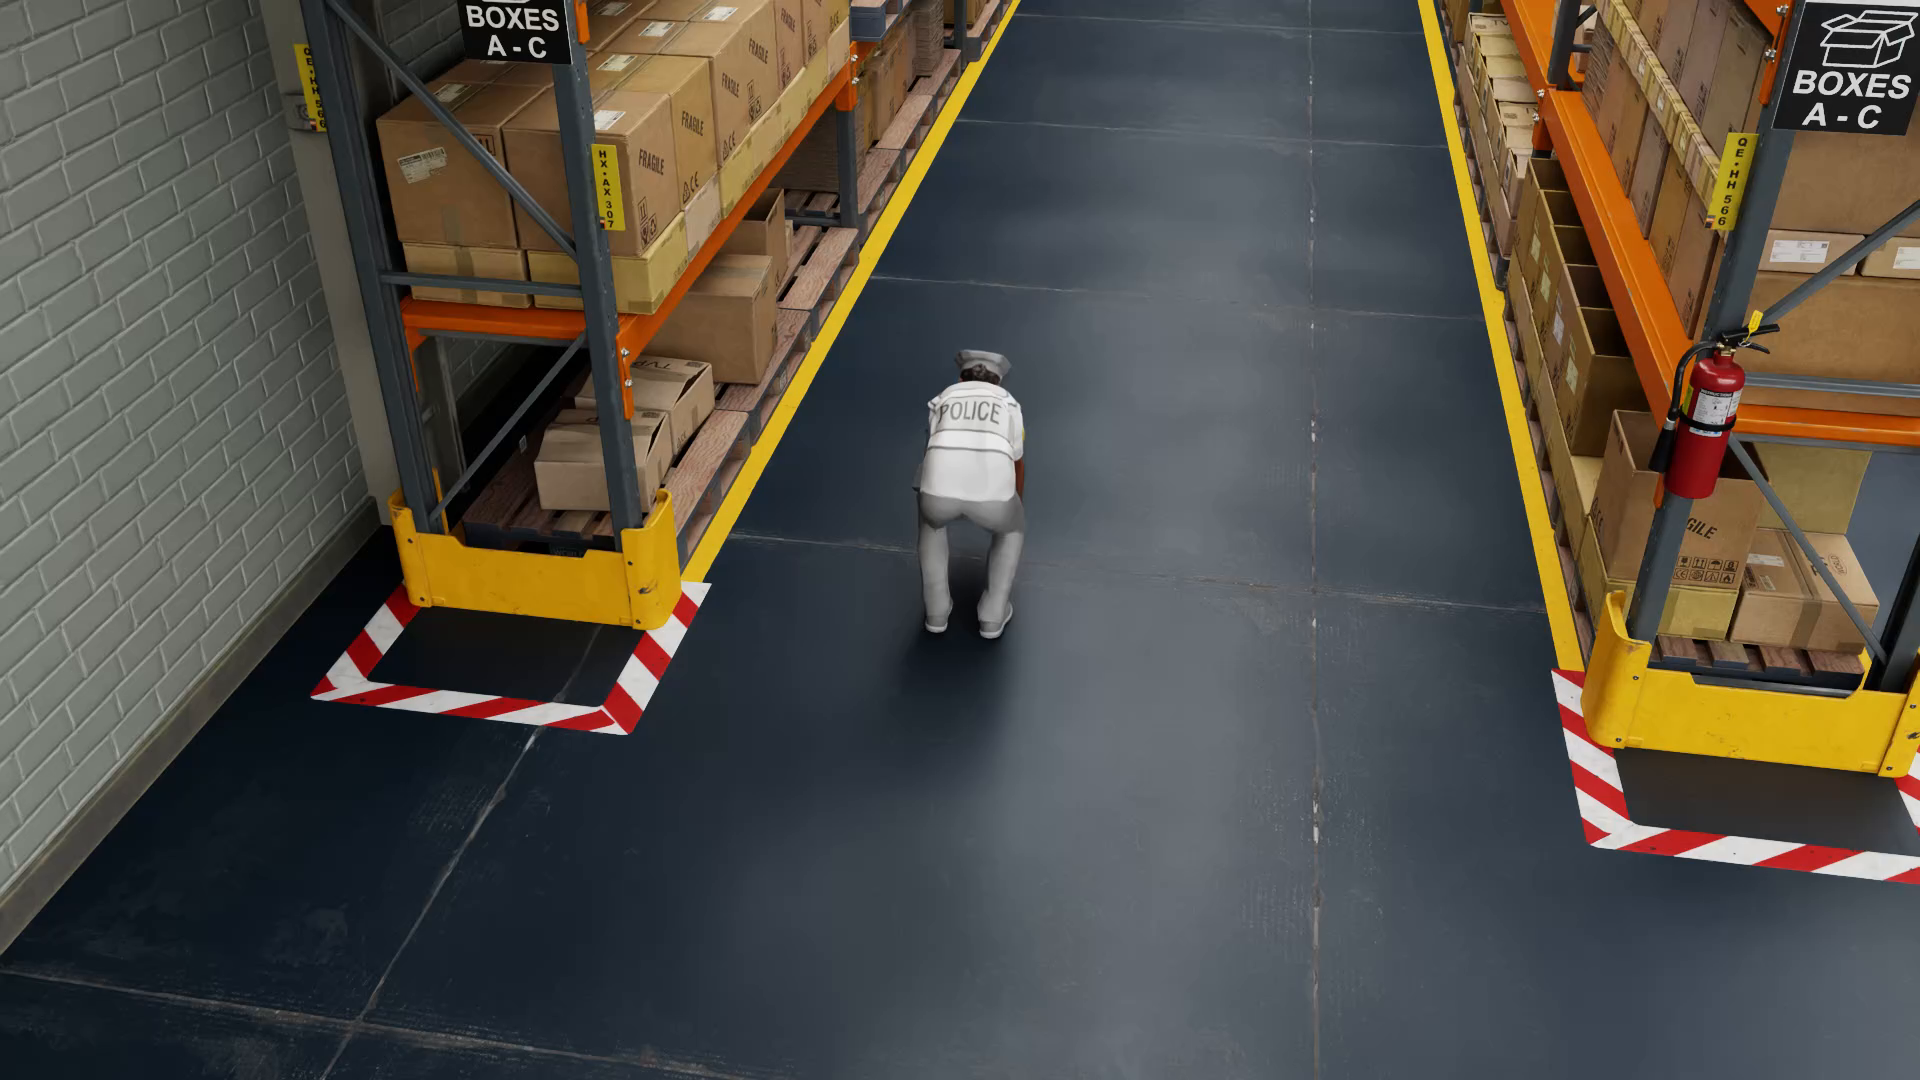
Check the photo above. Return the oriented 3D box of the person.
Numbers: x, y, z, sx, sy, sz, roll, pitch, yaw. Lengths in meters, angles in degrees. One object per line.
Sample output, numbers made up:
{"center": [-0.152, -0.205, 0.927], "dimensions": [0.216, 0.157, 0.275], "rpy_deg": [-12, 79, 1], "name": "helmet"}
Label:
{"center": [0.056, -0.197, 7.028], "dimensions": [0.461, 1.041, 0.934], "rpy_deg": [4, 33, 6], "name": "person"}
